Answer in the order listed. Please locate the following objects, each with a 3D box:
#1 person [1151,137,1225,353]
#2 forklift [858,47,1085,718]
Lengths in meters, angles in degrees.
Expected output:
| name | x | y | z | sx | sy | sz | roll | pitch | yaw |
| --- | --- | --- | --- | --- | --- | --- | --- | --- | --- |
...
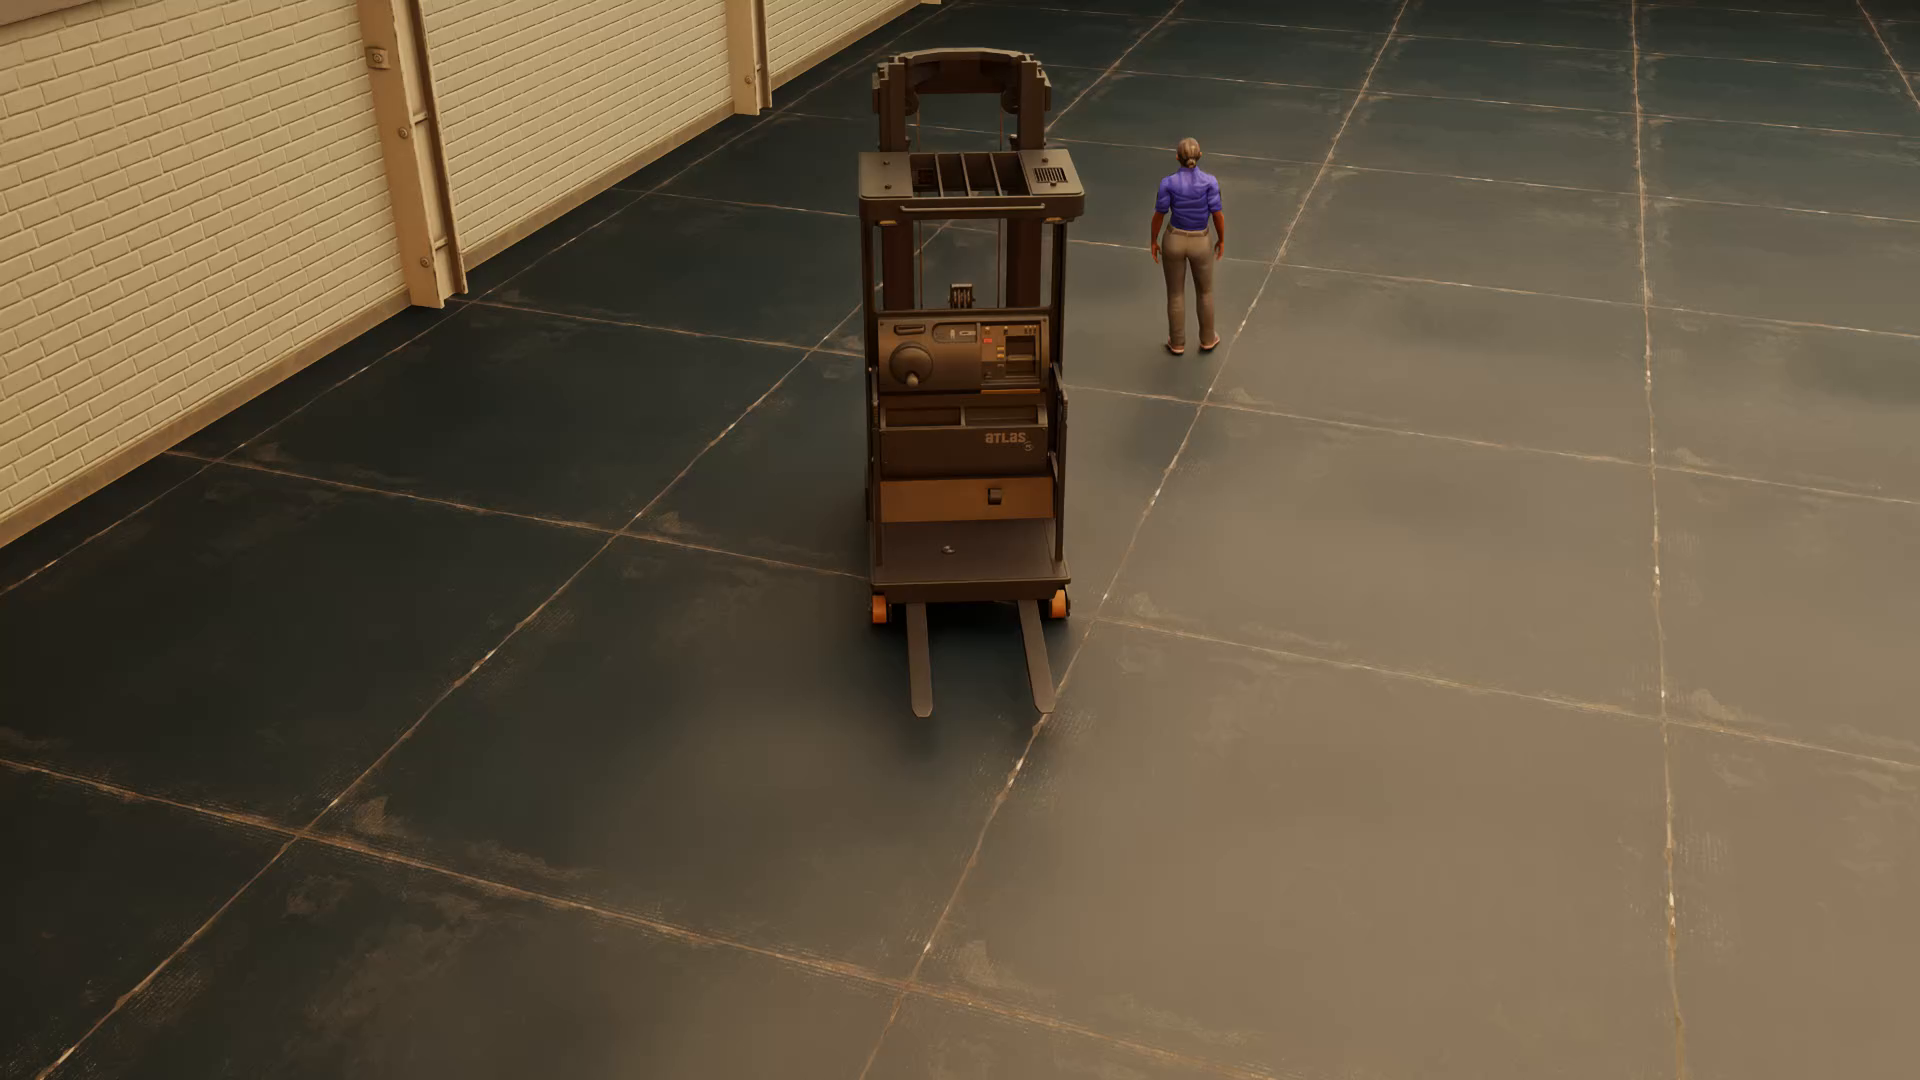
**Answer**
| name | x | y | z | sx | sy | sz | roll | pitch | yaw |
| --- | --- | --- | --- | --- | --- | --- | --- | --- | --- |
| person | 1.685 | -2.181 | 12.238 | 0.568 | 1.655 | 0.504 | 4 | 30 | 7 |
| forklift | 0.035 | -0.972 | 8.842 | 1.130 | 2.935 | 3.031 | -2 | 30 | -3 |
